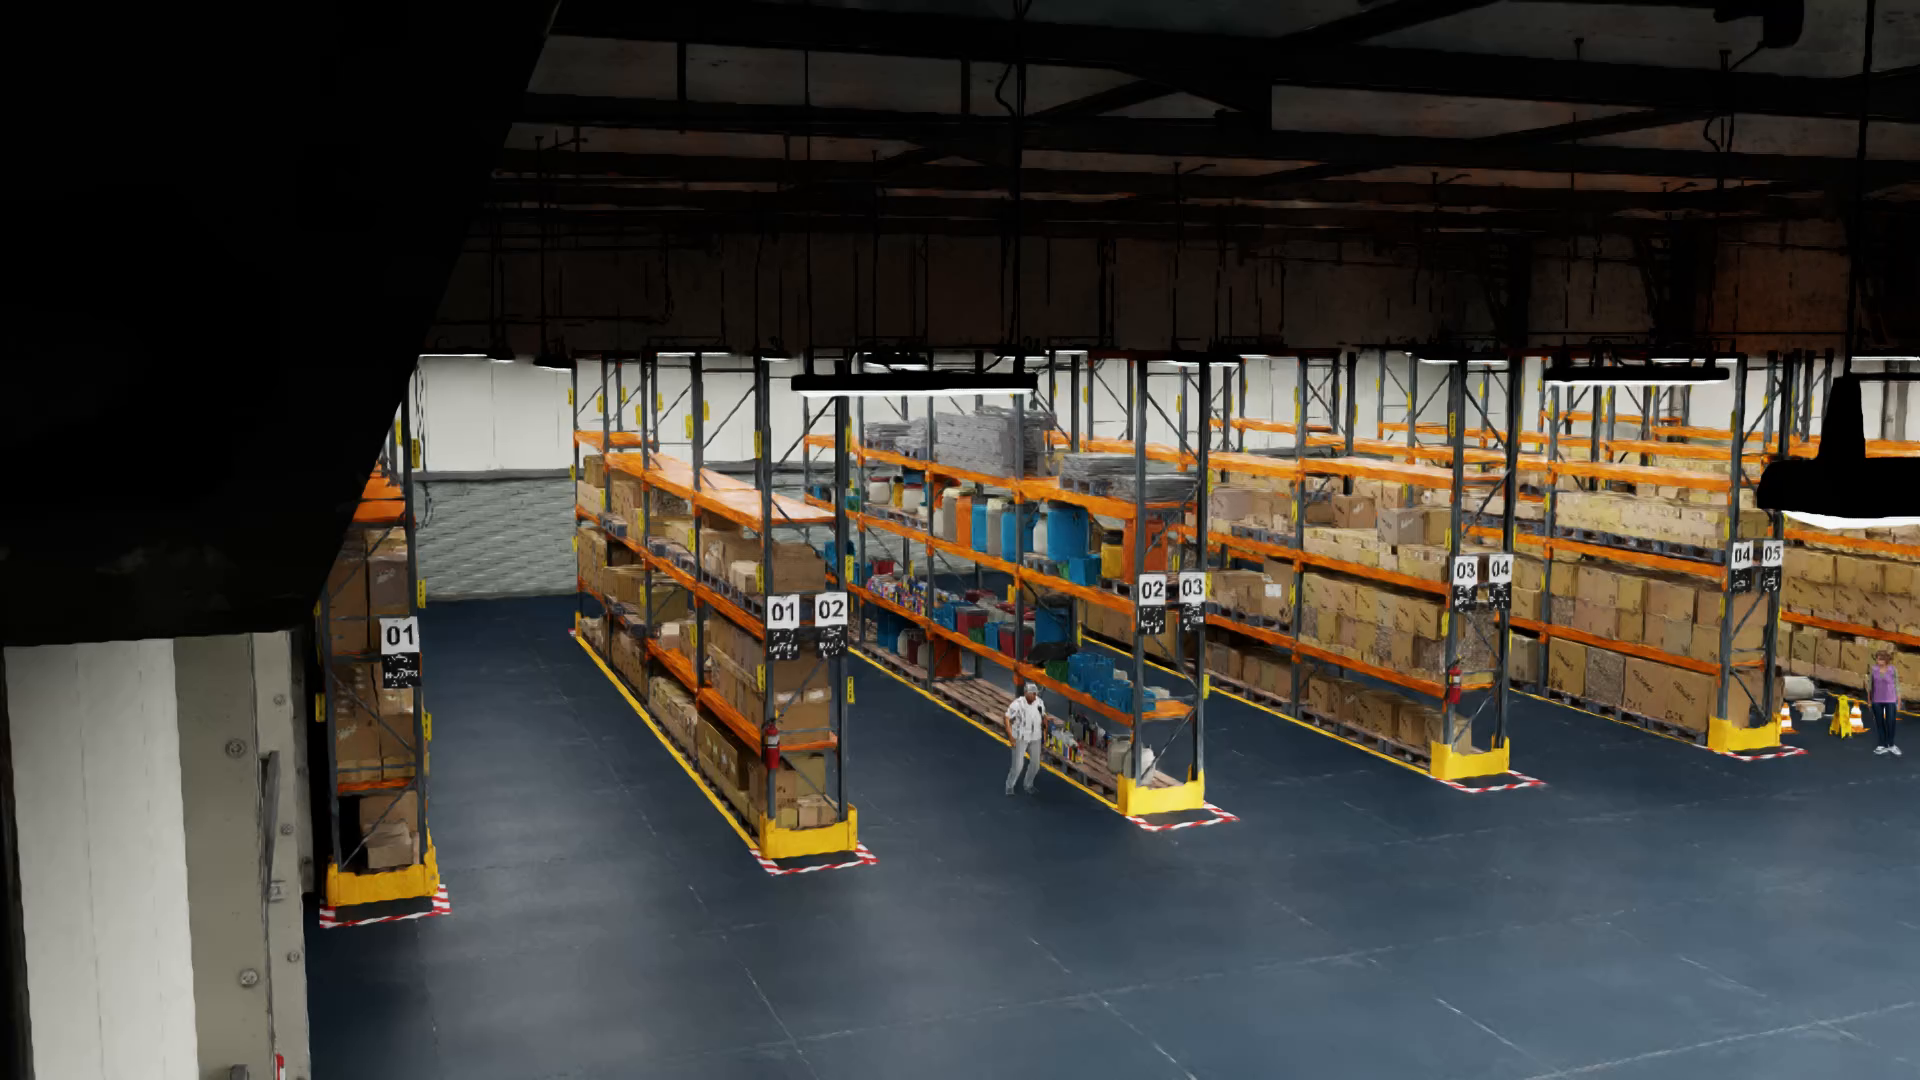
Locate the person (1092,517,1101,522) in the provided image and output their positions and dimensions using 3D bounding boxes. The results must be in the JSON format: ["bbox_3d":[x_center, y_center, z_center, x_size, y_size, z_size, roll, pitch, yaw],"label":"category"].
[{"bbox_3d":[3.378,0.245,42.174,0.682,1.715,0.542,-3,8,-23],"label":"person"}]

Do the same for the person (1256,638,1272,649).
[{"bbox_3d":[5.997,1.395,32.413,0.400,1.794,0.649,-7,10,-43],"label":"person"}]

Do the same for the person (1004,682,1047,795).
[{"bbox_3d":[0.912,2.718,22.785,0.626,1.606,0.578,-3,8,-22],"label":"person"}]

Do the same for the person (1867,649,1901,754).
[{"bbox_3d":[13.910,2.430,25.000,0.510,1.592,0.355,6,9,40],"label":"person"}]
